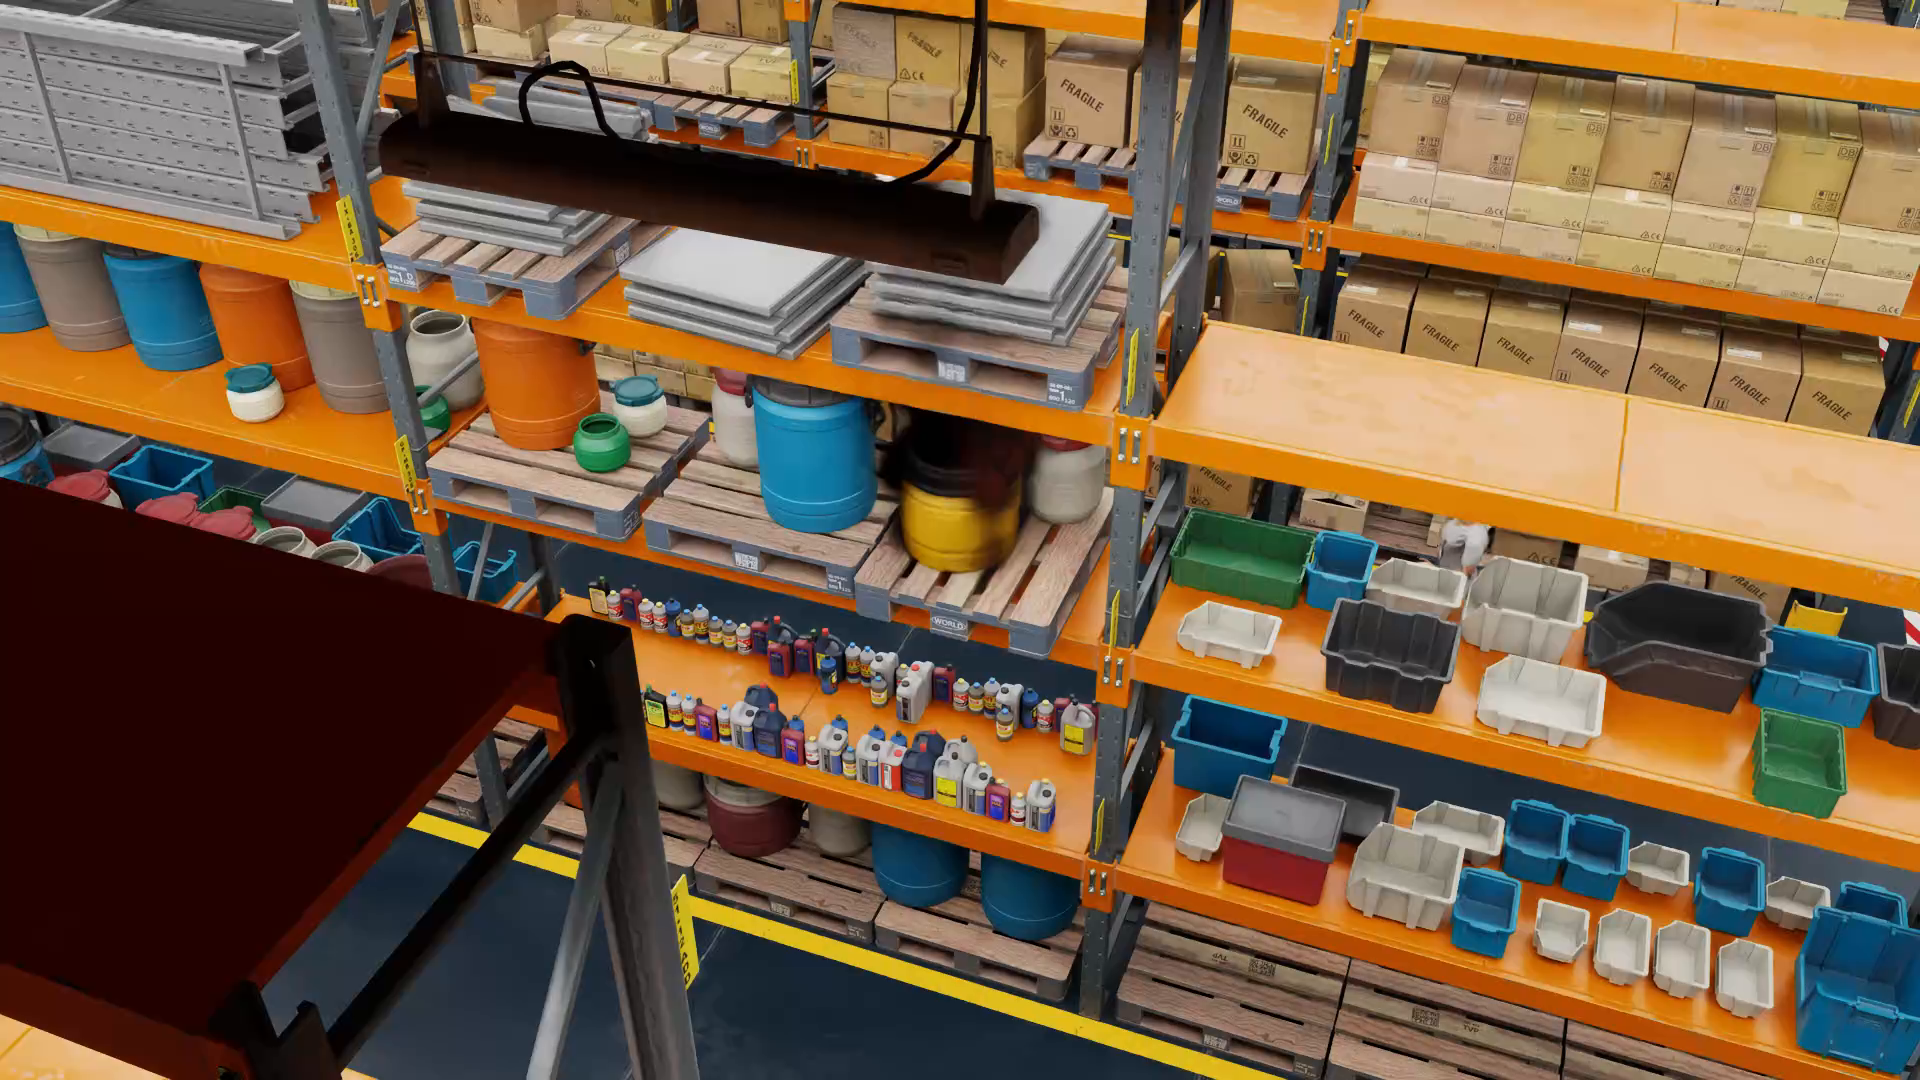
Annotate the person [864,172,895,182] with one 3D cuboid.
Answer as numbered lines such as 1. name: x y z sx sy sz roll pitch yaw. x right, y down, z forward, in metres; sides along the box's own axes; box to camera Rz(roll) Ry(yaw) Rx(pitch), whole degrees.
1. person: -0.879 -2.907 15.865 0.530 1.718 0.767 12 38 15

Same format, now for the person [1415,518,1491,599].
1. person: 3.306 0.269 11.261 0.549 1.615 0.555 4 37 5

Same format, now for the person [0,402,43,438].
1. person: -7.840 -1.297 13.830 0.755 1.563 0.547 2 37 3
